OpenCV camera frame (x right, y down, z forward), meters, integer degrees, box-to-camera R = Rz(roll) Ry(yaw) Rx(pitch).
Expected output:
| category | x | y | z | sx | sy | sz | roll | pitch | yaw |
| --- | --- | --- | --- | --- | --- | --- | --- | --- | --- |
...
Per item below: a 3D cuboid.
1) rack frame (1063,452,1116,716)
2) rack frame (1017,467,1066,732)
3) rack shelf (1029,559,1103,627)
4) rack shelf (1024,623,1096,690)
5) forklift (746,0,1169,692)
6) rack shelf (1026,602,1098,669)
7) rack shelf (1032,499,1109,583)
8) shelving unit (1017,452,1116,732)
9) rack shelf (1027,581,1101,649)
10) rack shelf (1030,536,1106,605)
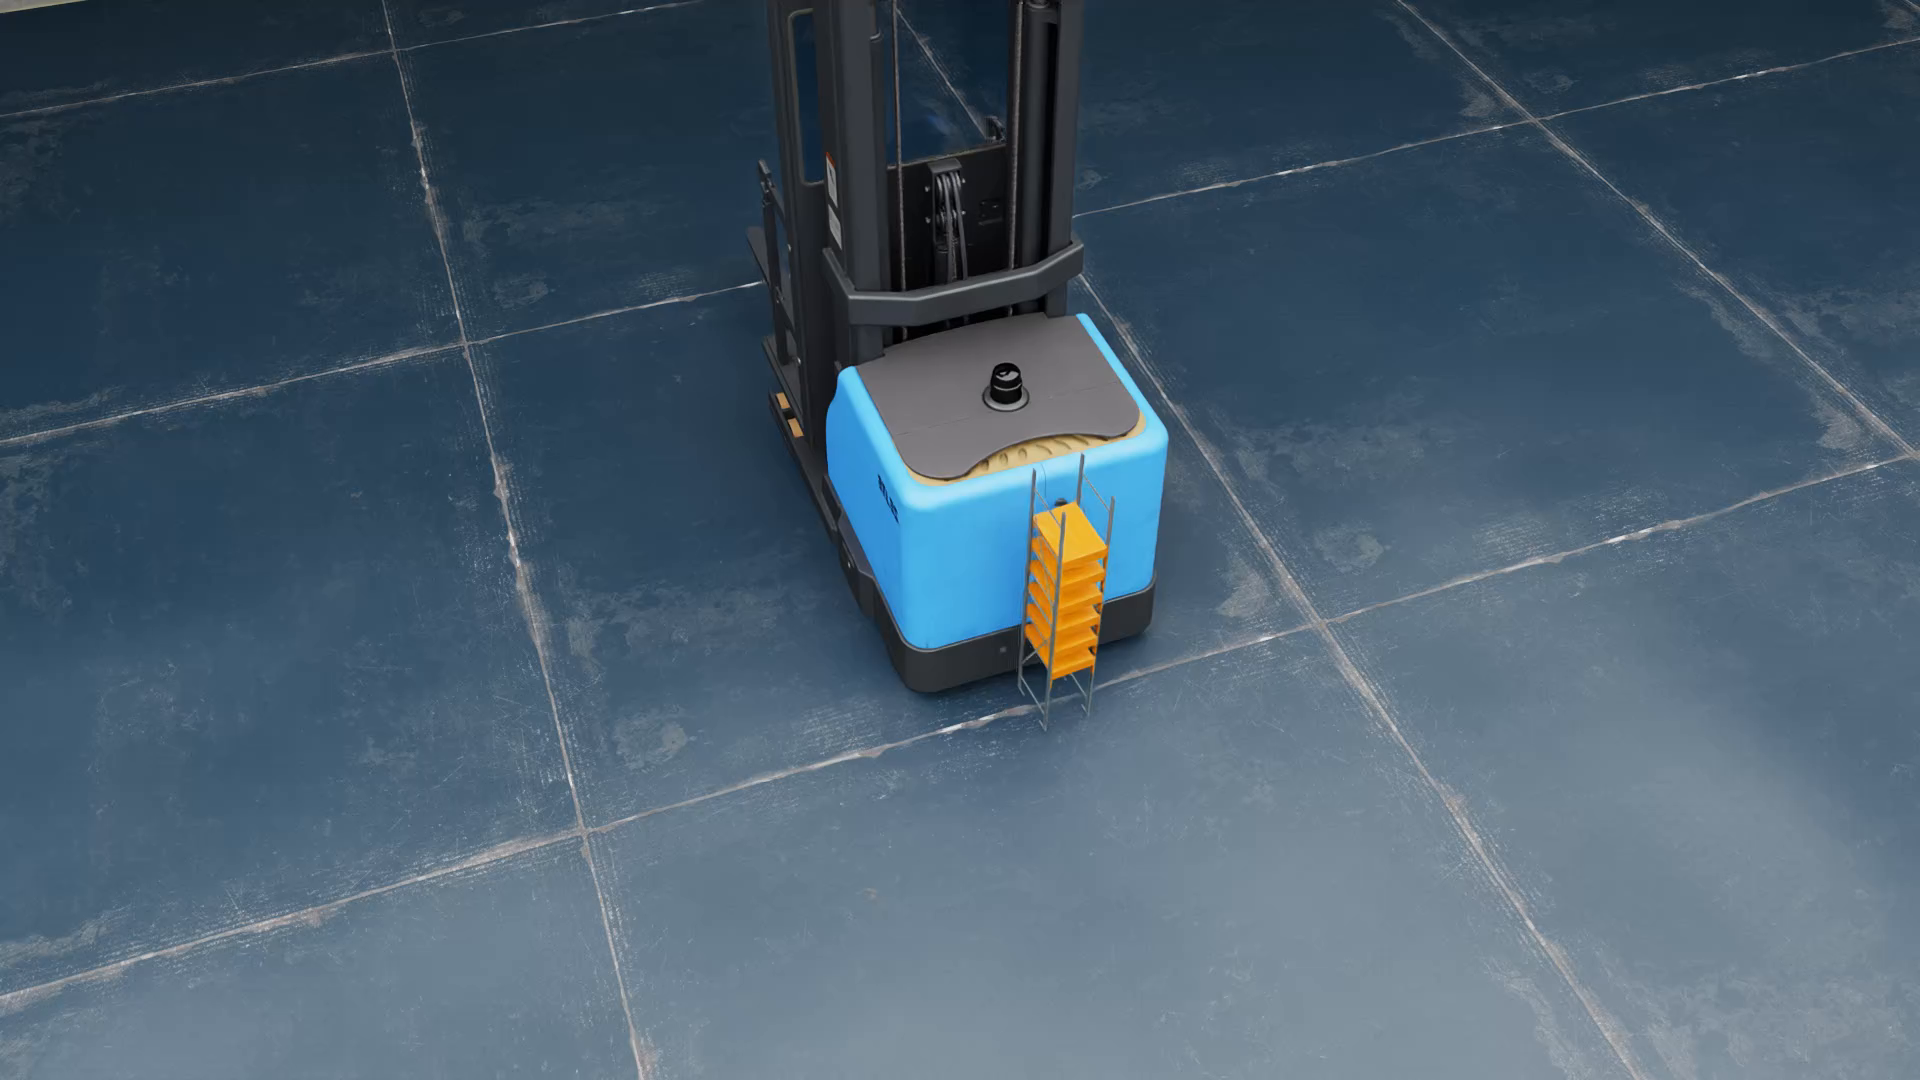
| category | x | y | z | sx | sy | sz | roll | pitch | yaw |
| --- | --- | --- | --- | --- | --- | --- | --- | --- | --- |
| rack frame | 0.452 | 0.188 | 6.016 | 0.006 | 1.200 | 0.240 | -18 | 50 | -17 |
| rack frame | 0.286 | 0.243 | 5.962 | 0.006 | 1.200 | 0.240 | -18 | 50 | -17 |
| rack shelf | 0.370 | 0.164 | 5.933 | 0.180 | 0.103 | 0.258 | -18 | 50 | -17 |
| rack shelf | 0.364 | 0.408 | 6.199 | 0.180 | 0.103 | 0.258 | -18 | 50 | -17 |
| forklift | -0.223 | -1.512 | 6.497 | 1.130 | 2.935 | 3.031 | -15 | 47 | -14 |
| rack shelf | 0.366 | 0.327 | 6.110 | 0.180 | 0.103 | 0.258 | -18 | 50 | -17 |
| rack shelf | 0.374 | 0.002 | 5.757 | 0.180 | 0.103 | 0.258 | -18 | 50 | -17 |
| shelving unit | 0.369 | 0.215 | 5.989 | 0.189 | 1.200 | 0.258 | -18 | 50 | -17 |
| rack shelf | 0.368 | 0.245 | 6.022 | 0.180 | 0.103 | 0.258 | -18 | 50 | -17 |
| rack shelf | 0.372 | 0.083 | 5.845 | 0.180 | 0.103 | 0.258 | -18 | 50 | -17 |
